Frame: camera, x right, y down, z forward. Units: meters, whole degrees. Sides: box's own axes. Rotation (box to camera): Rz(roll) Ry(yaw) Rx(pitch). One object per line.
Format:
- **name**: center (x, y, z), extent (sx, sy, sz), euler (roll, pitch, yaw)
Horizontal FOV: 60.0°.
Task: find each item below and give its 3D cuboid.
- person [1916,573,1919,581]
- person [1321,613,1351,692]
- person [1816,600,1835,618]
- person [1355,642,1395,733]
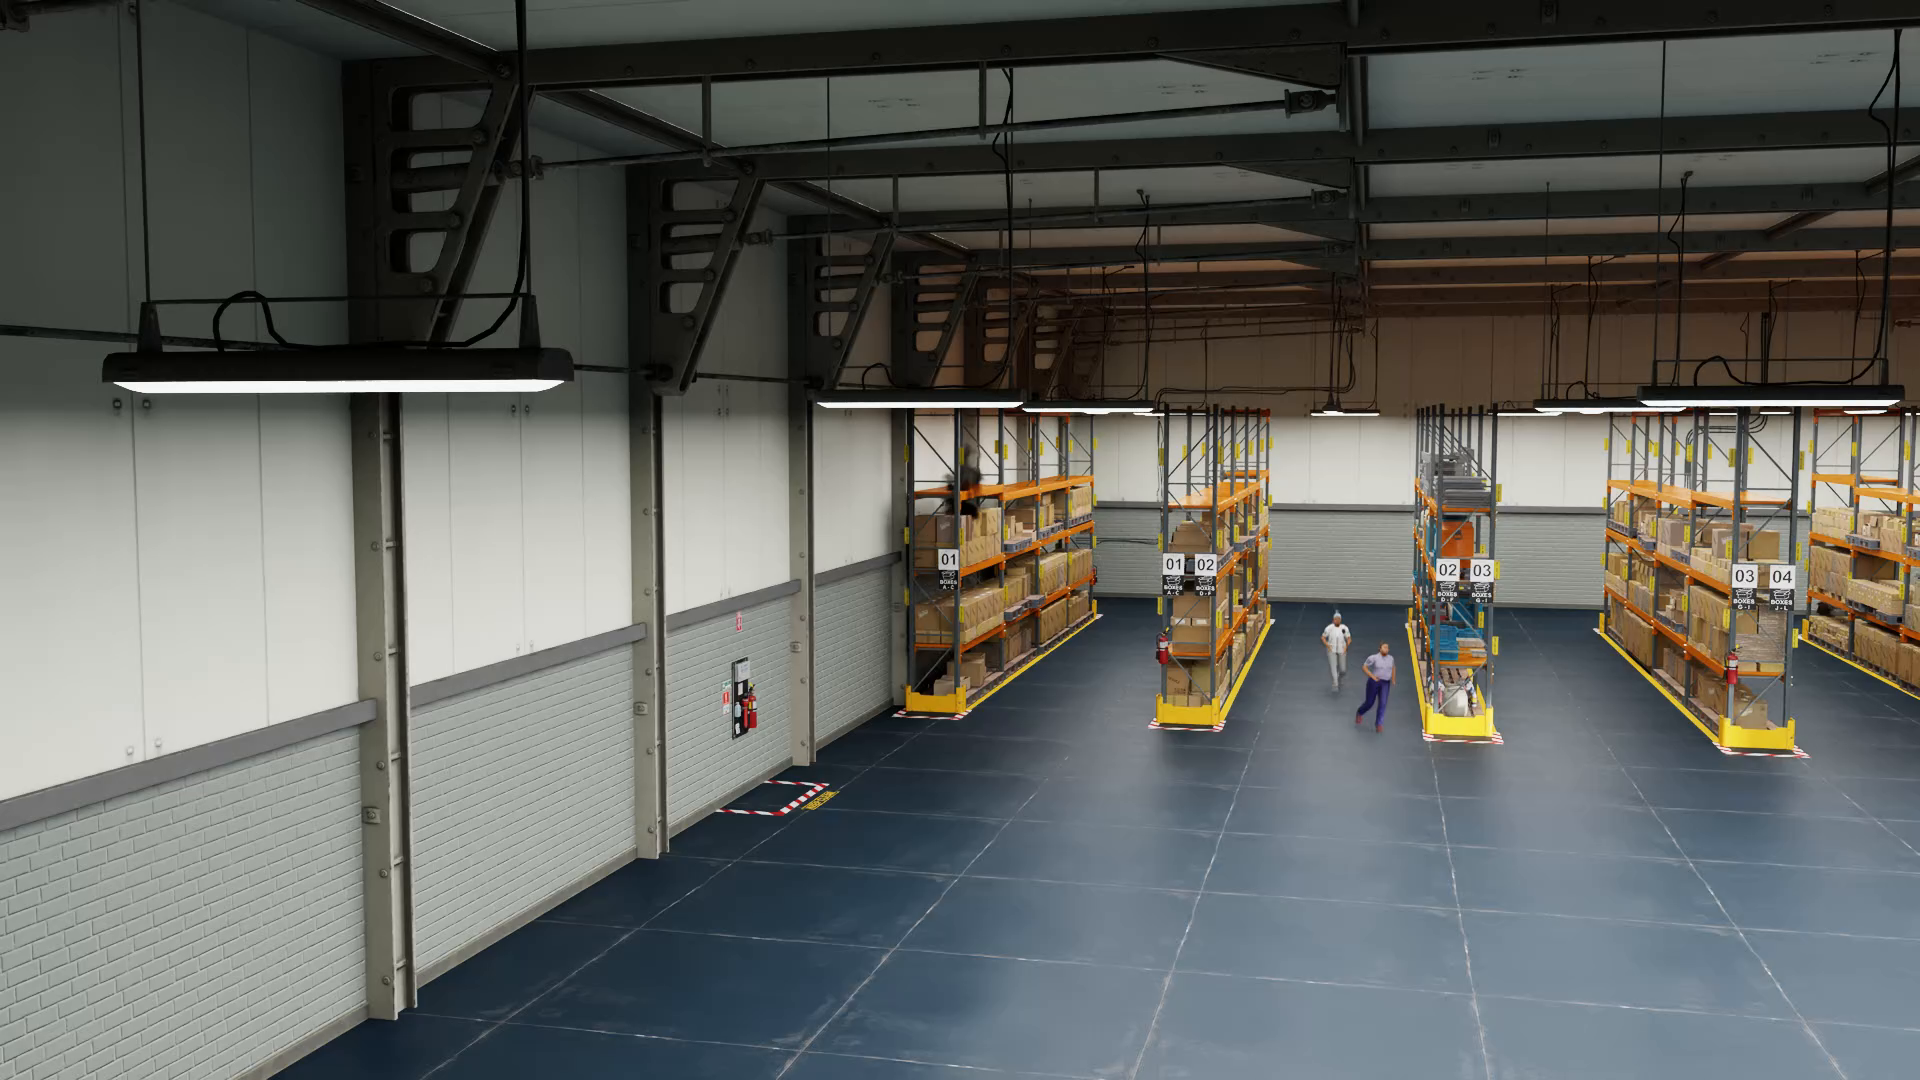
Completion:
- **person**: center (25.498, 1.719, 43.770), extent (1.061, 1.681, 0.618), euler (1, 4, 14)
- **person**: center (7.939, 2.367, 35.114), extent (0.613, 1.627, 0.531), euler (1, 4, 8)
- **person**: center (23.104, 1.639, 44.322), extent (0.833, 1.751, 0.766), euler (2, 5, 30)
- **person**: center (7.743, 2.683, 30.651), extent (0.685, 1.612, 0.905), euler (0, 4, -7)
